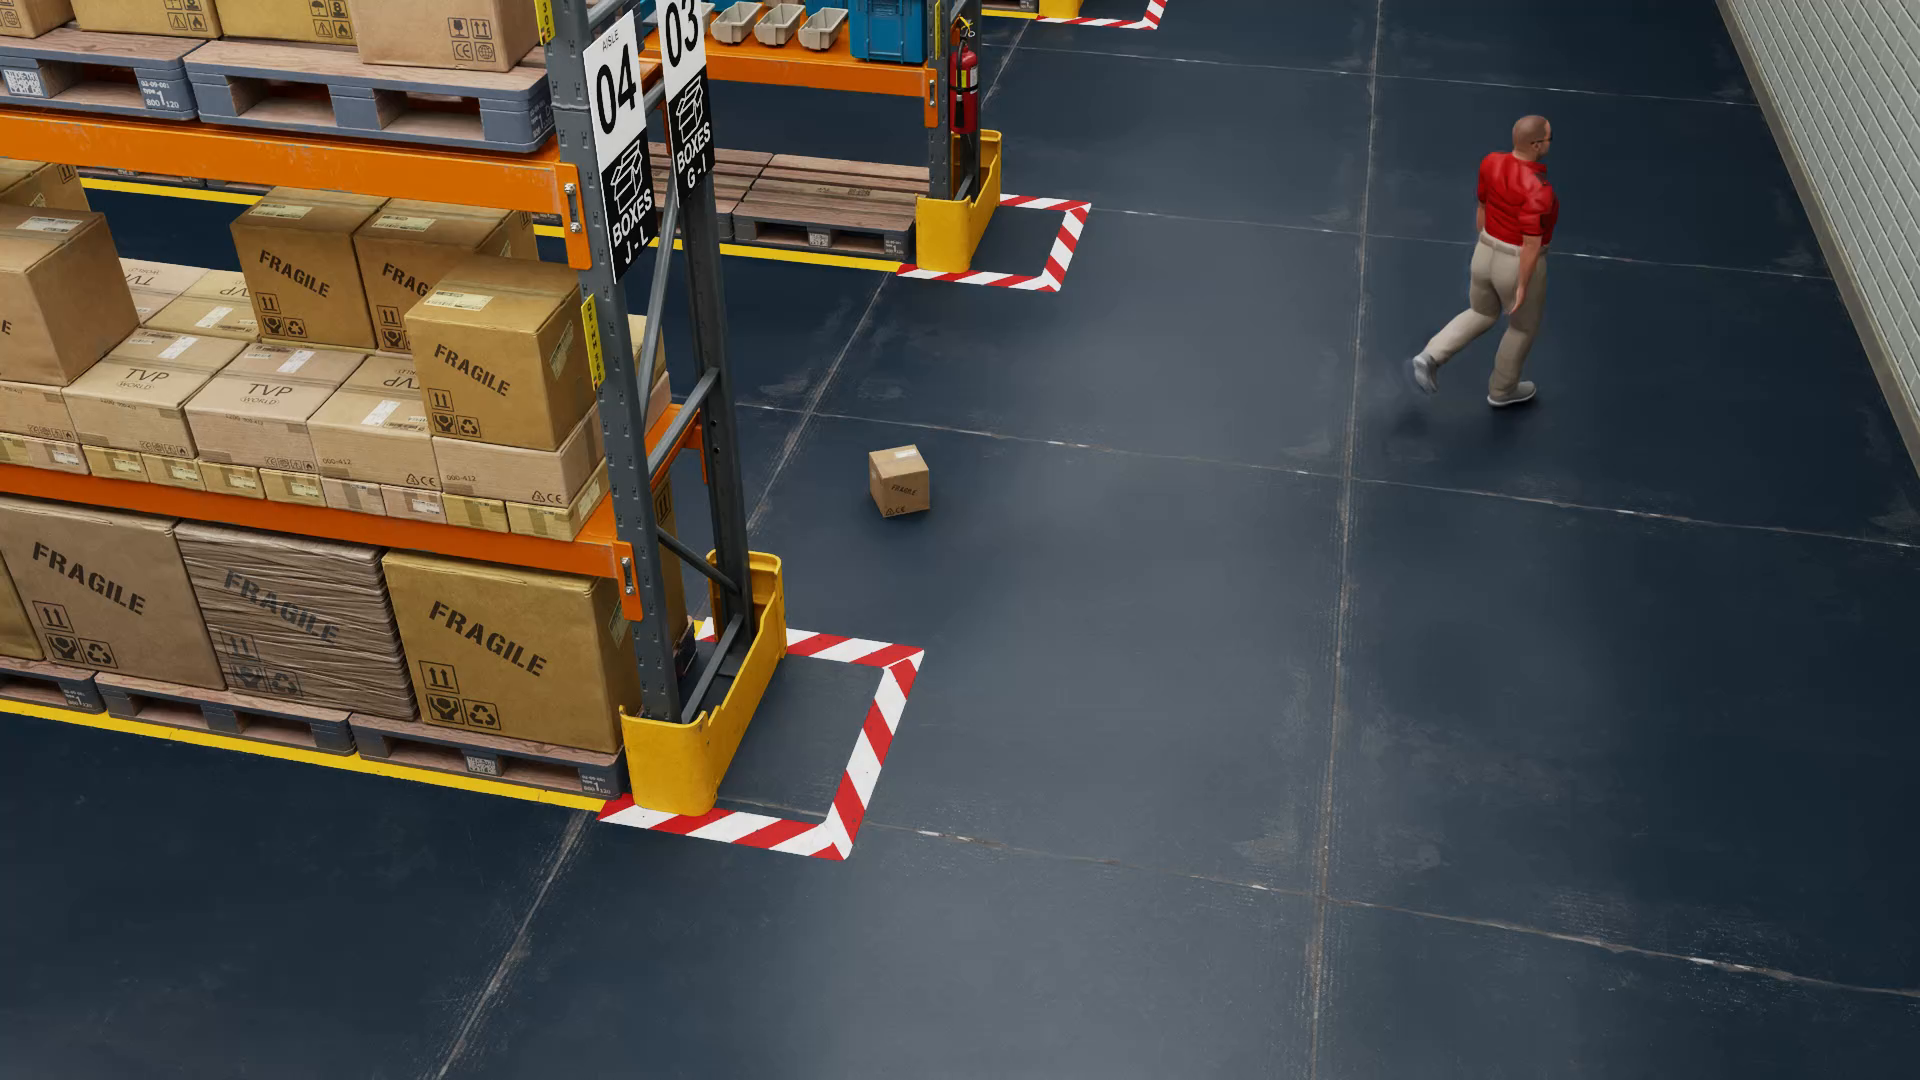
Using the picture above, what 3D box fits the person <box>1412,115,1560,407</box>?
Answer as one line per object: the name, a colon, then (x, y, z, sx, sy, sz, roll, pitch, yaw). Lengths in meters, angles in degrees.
person: (2.926, -1.449, 8.986, 0.735, 1.624, 0.529, -18, 40, -23)
